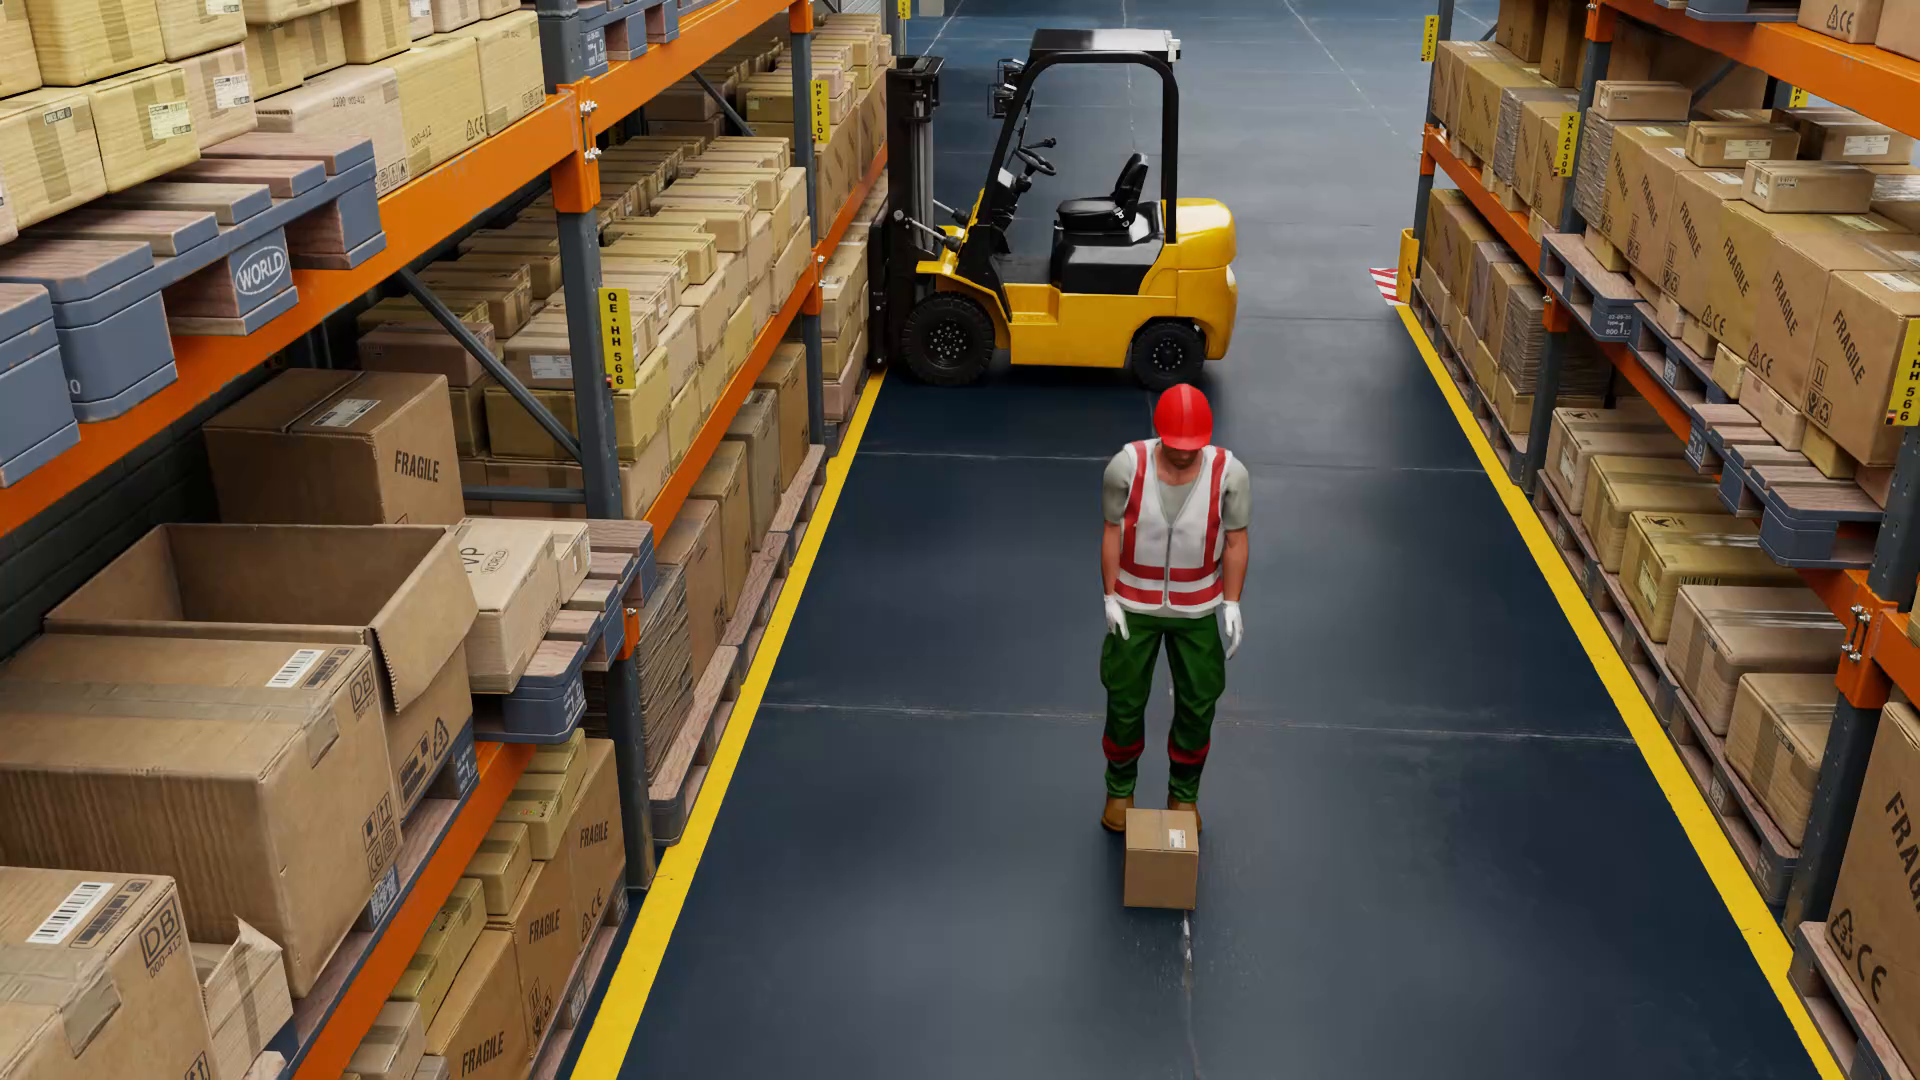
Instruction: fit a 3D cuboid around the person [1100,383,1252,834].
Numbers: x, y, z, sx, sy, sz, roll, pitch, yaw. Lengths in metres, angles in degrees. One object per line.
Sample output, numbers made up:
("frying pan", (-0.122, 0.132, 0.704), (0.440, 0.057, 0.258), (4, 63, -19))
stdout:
("person", (0.765, 0.259, 6.034), (0.535, 1.764, 0.400), (2, 24, 5))
